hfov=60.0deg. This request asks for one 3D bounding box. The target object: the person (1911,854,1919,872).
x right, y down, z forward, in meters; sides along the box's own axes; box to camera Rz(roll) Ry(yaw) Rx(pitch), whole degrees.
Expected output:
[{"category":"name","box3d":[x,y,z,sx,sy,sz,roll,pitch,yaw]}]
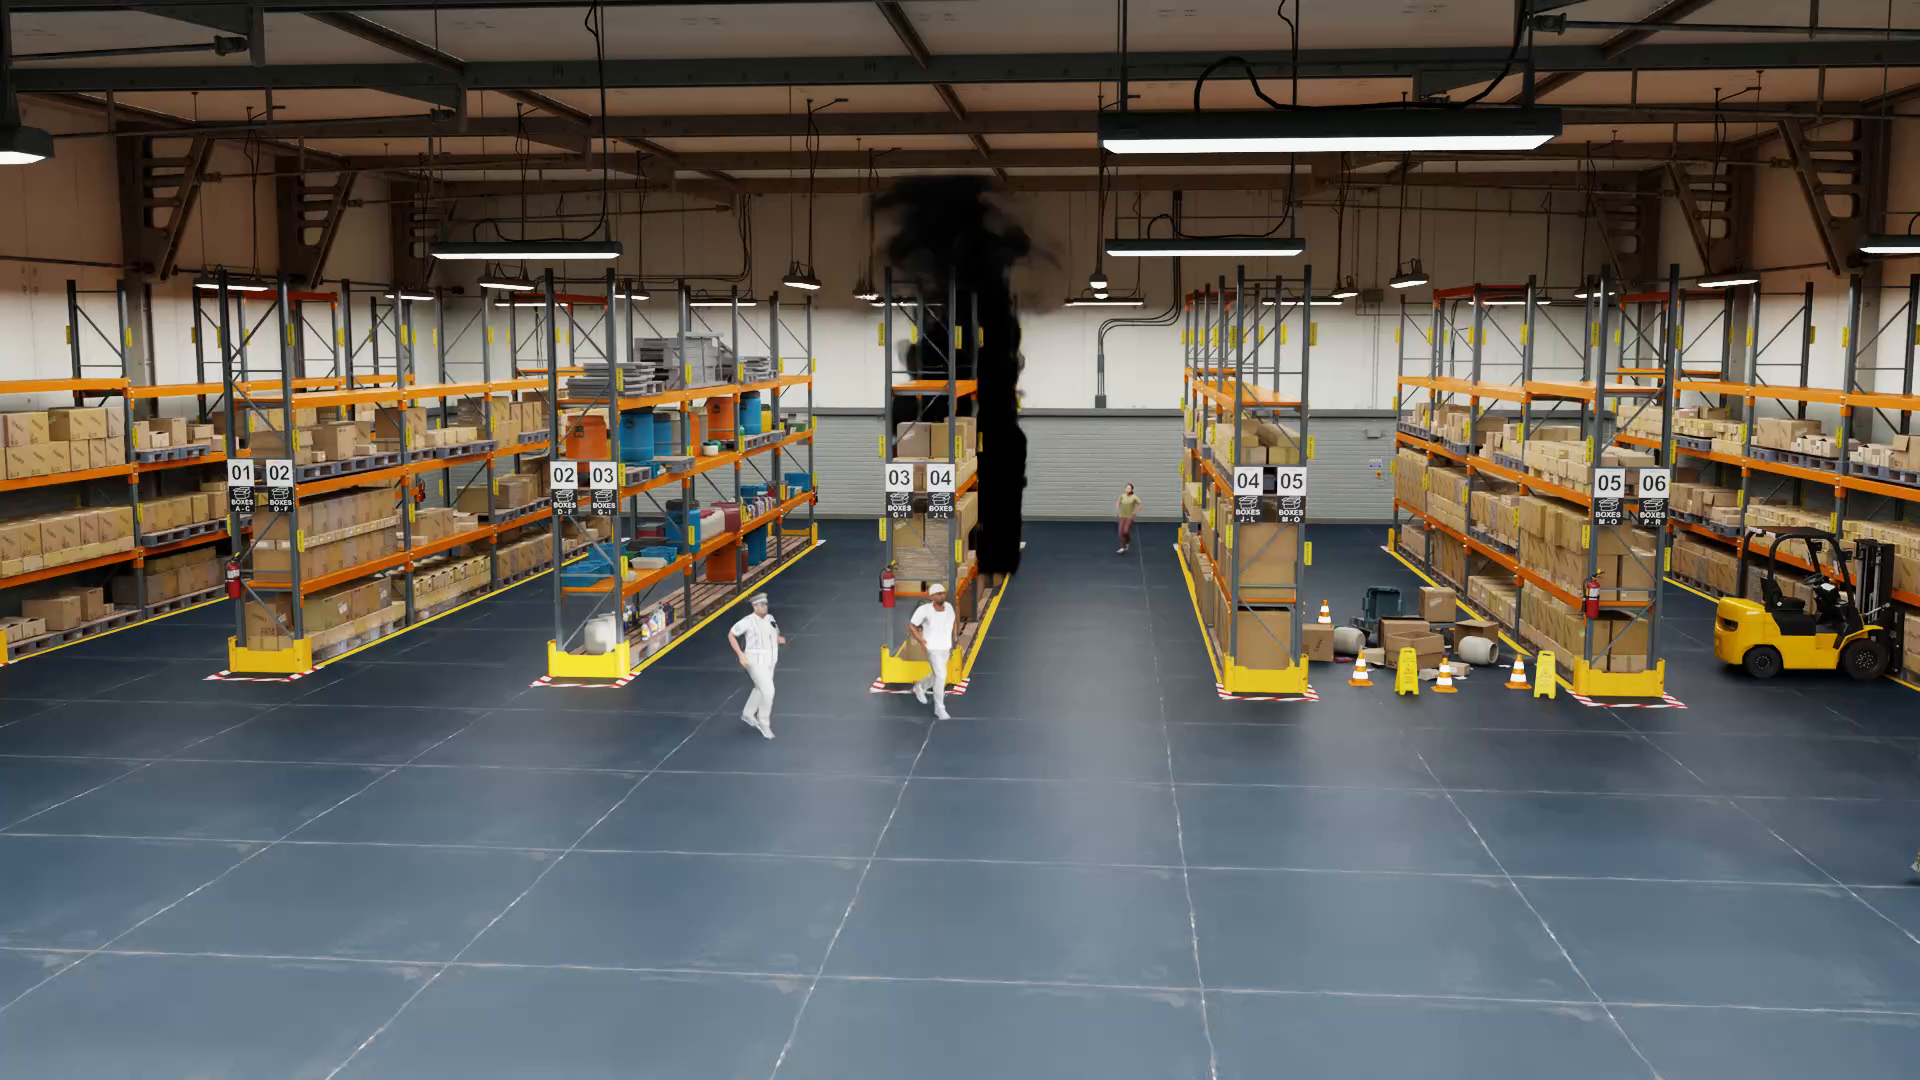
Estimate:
[{"category":"person","box3d":[9.047,2.318,14.953,0.825,1.842,0.668,7,10,44]}]

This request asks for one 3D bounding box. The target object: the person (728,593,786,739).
[{"category":"person","box3d":[-2.519,1.586,21.050,0.781,1.856,0.637,4,8,32]}]

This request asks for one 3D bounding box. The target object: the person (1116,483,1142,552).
[{"category":"person","box3d":[3.900,-0.508,38.772,0.595,1.624,0.549,4,8,27]}]

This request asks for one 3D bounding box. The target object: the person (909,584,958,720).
[{"category":"person","box3d":[-0.346,1.450,22.152,0.699,1.792,0.835,-6,9,-39]}]
